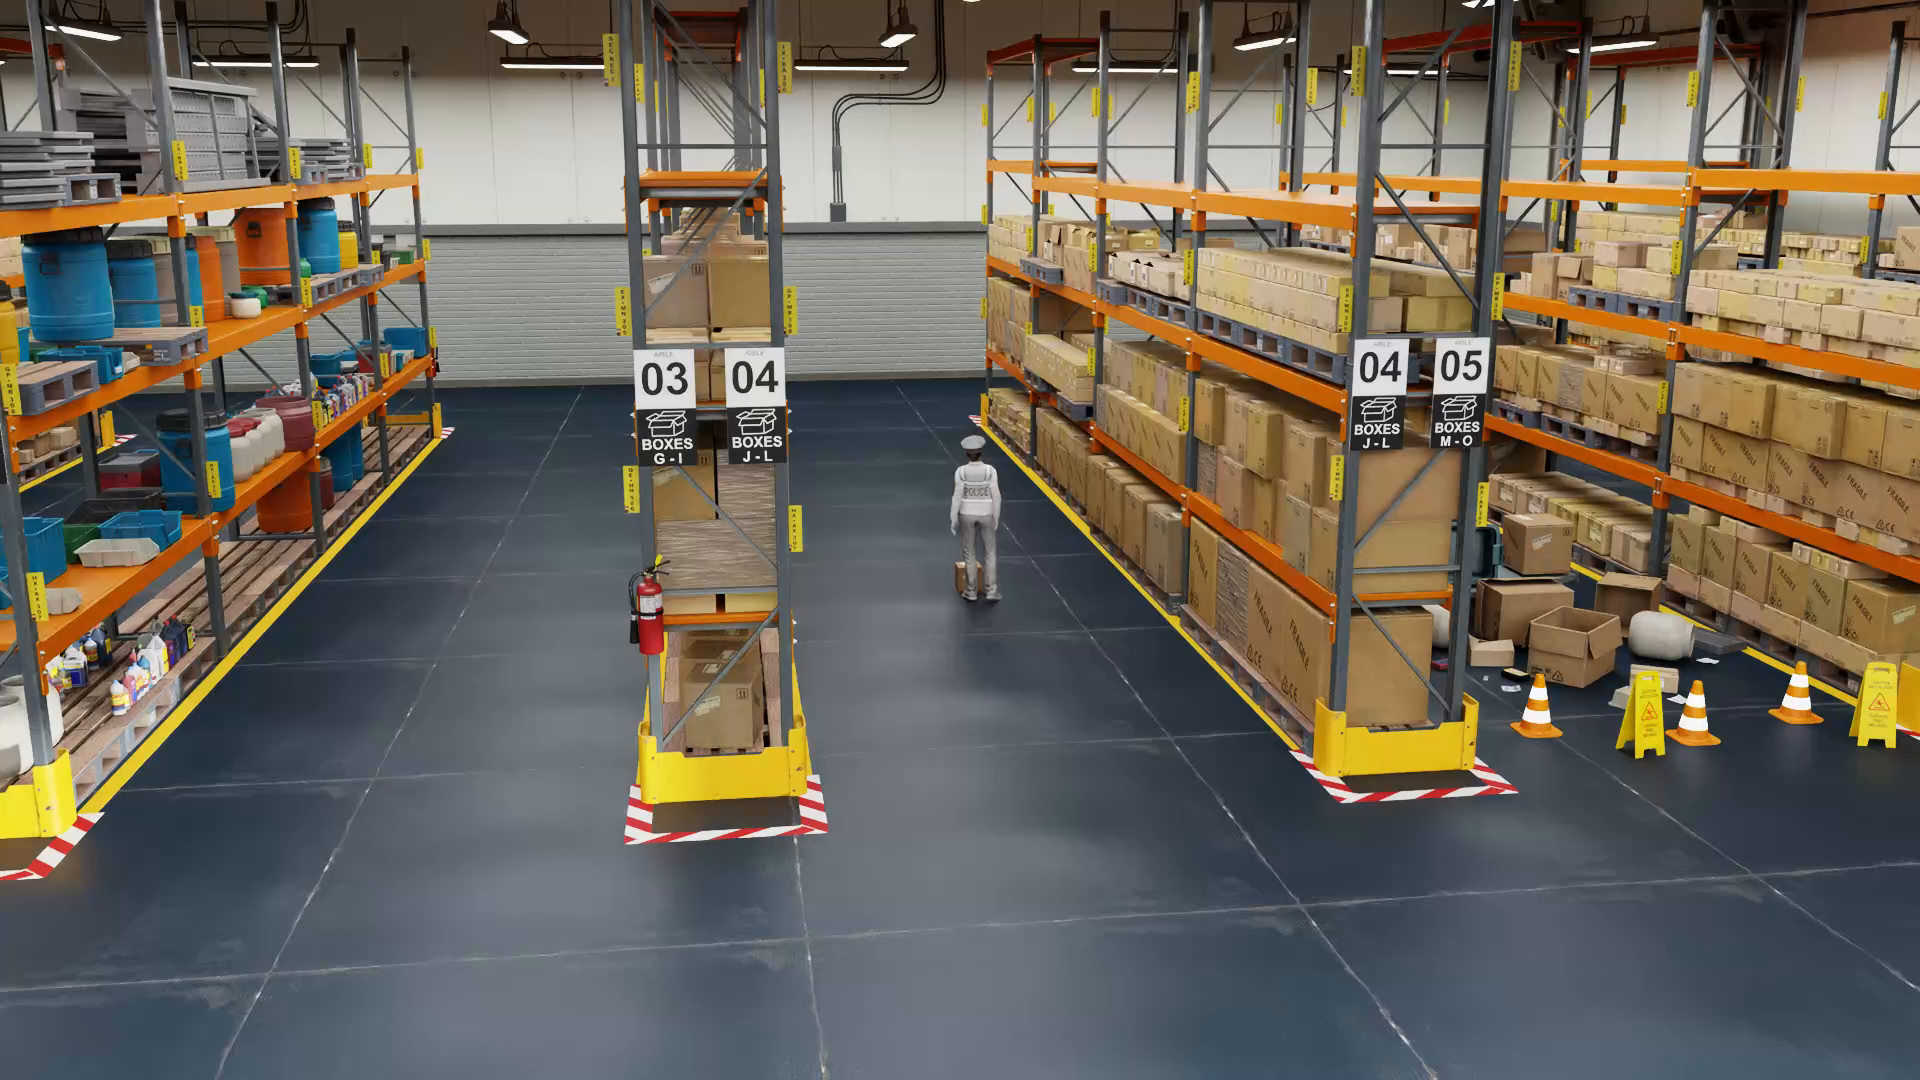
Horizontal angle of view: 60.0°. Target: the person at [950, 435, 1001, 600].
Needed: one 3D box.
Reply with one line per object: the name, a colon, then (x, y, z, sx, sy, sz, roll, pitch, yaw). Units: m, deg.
person: (0.161, -0.209, 16.802, 0.521, 1.710, 0.350, -1, 13, -3)
